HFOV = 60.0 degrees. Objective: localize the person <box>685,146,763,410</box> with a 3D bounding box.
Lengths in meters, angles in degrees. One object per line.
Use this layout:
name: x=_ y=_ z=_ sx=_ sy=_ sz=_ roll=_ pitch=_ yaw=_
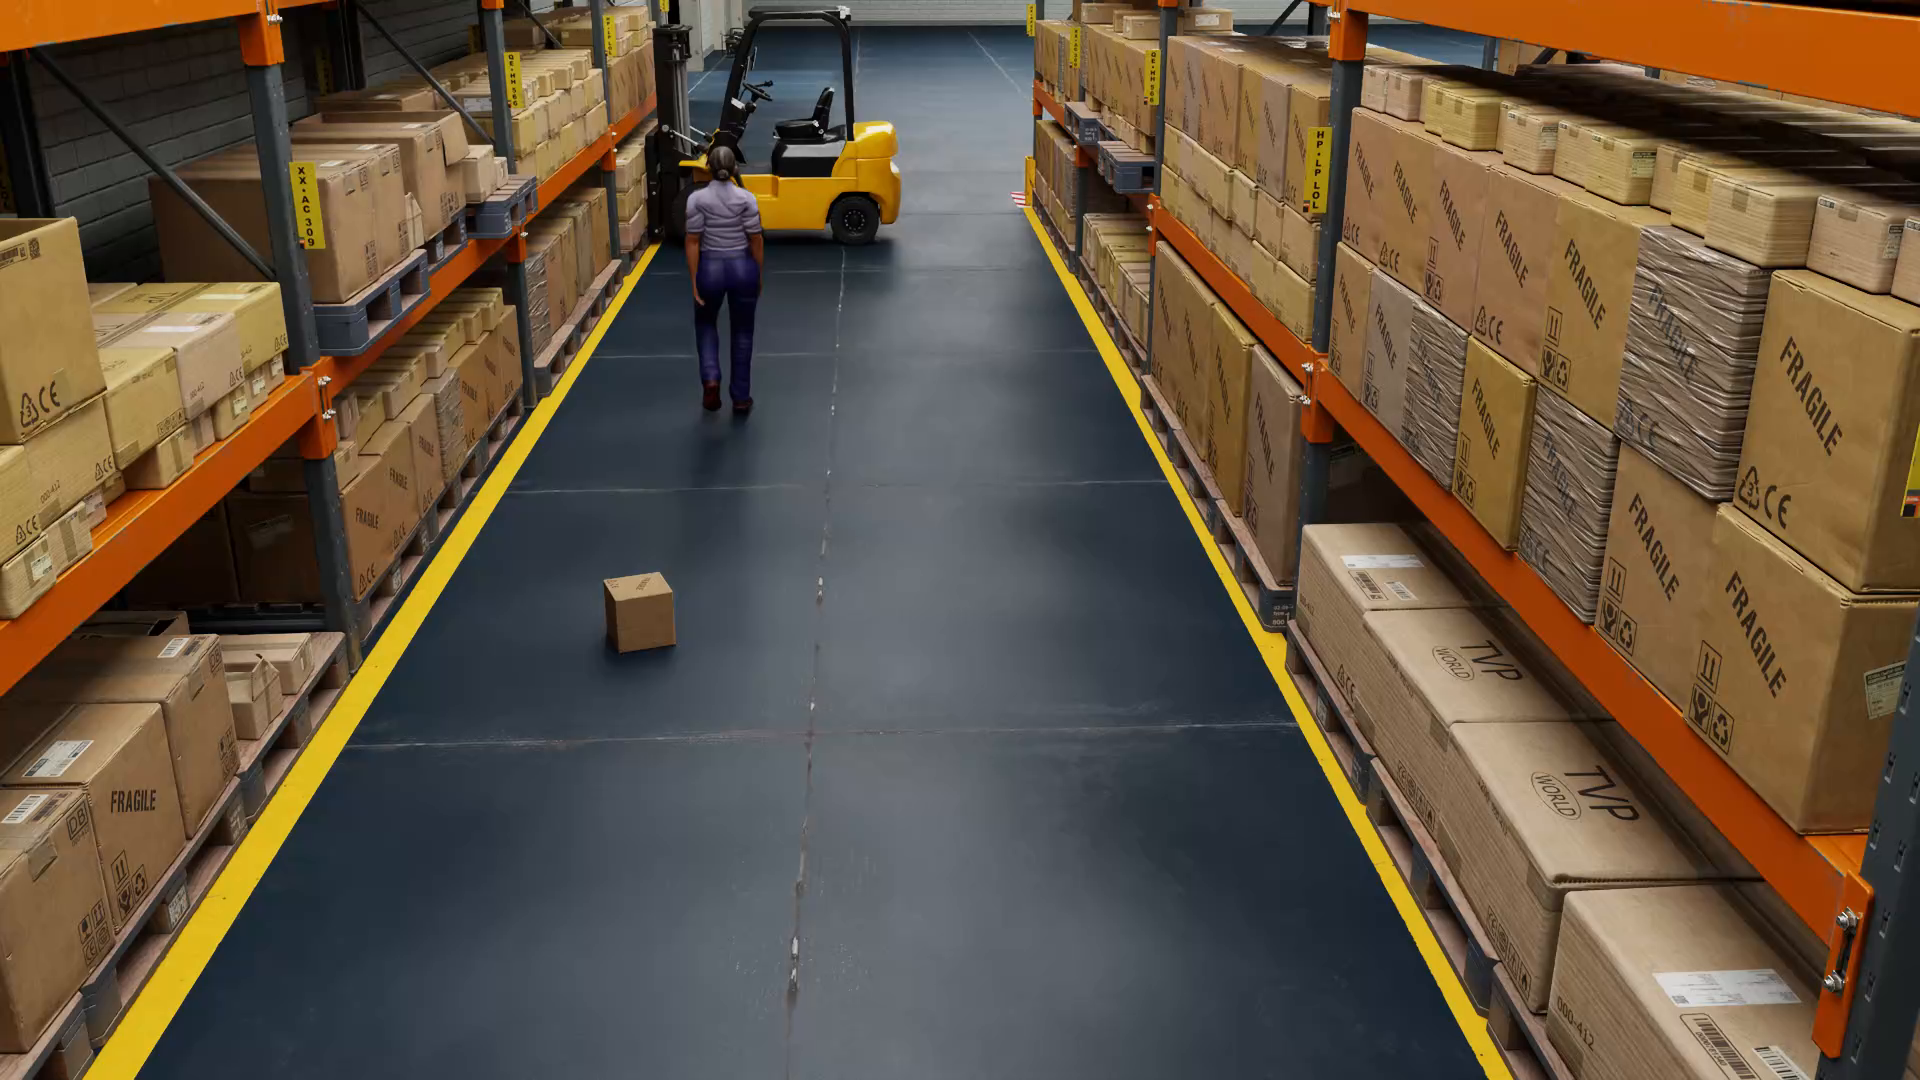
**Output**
person: x=-1.462 y=-1.623 z=10.430 sx=0.475 sy=1.684 sz=0.439 roll=-2 pitch=21 yaw=-4
